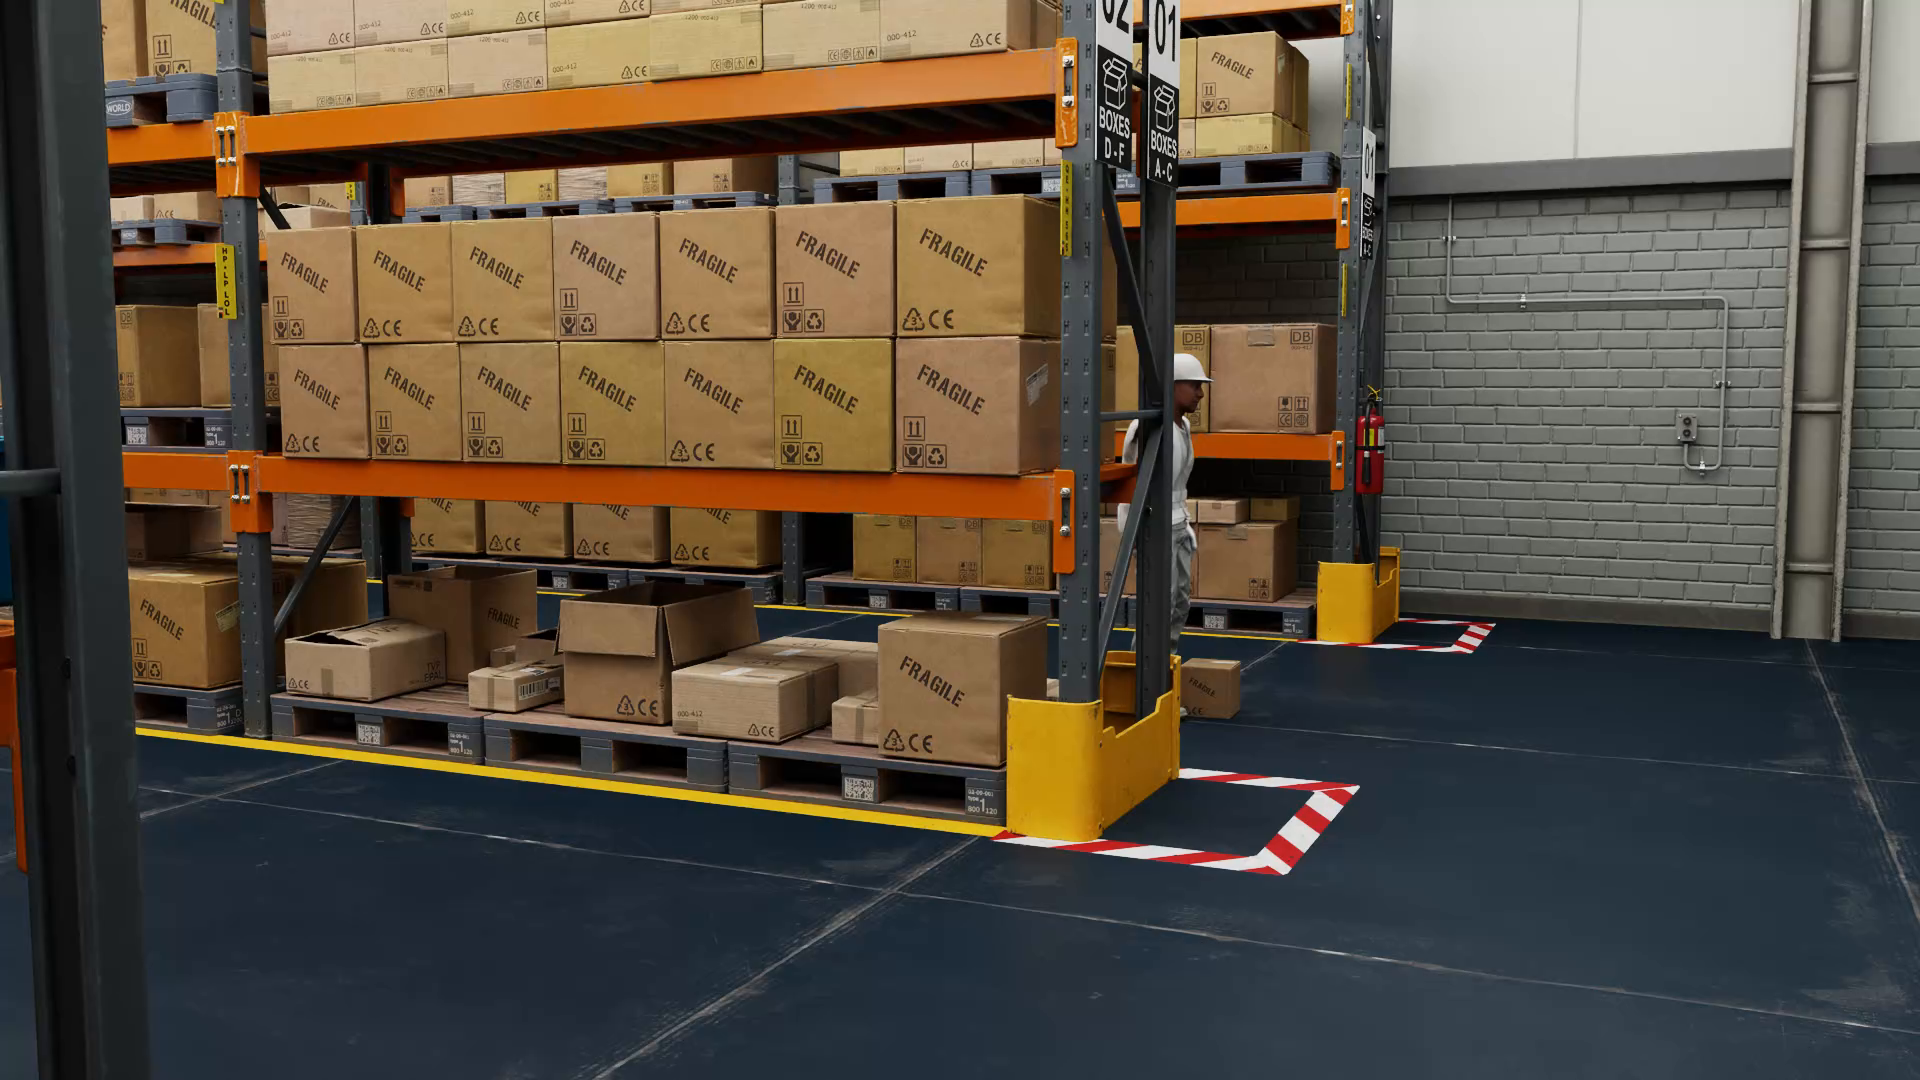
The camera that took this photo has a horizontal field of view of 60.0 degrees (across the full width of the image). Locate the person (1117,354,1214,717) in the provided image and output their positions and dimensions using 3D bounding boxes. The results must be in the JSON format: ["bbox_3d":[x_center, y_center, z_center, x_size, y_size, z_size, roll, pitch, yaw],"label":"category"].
[{"bbox_3d":[1.018,-0.030,8.234,0.448,1.774,0.617,2,6,24],"label":"person"}]
